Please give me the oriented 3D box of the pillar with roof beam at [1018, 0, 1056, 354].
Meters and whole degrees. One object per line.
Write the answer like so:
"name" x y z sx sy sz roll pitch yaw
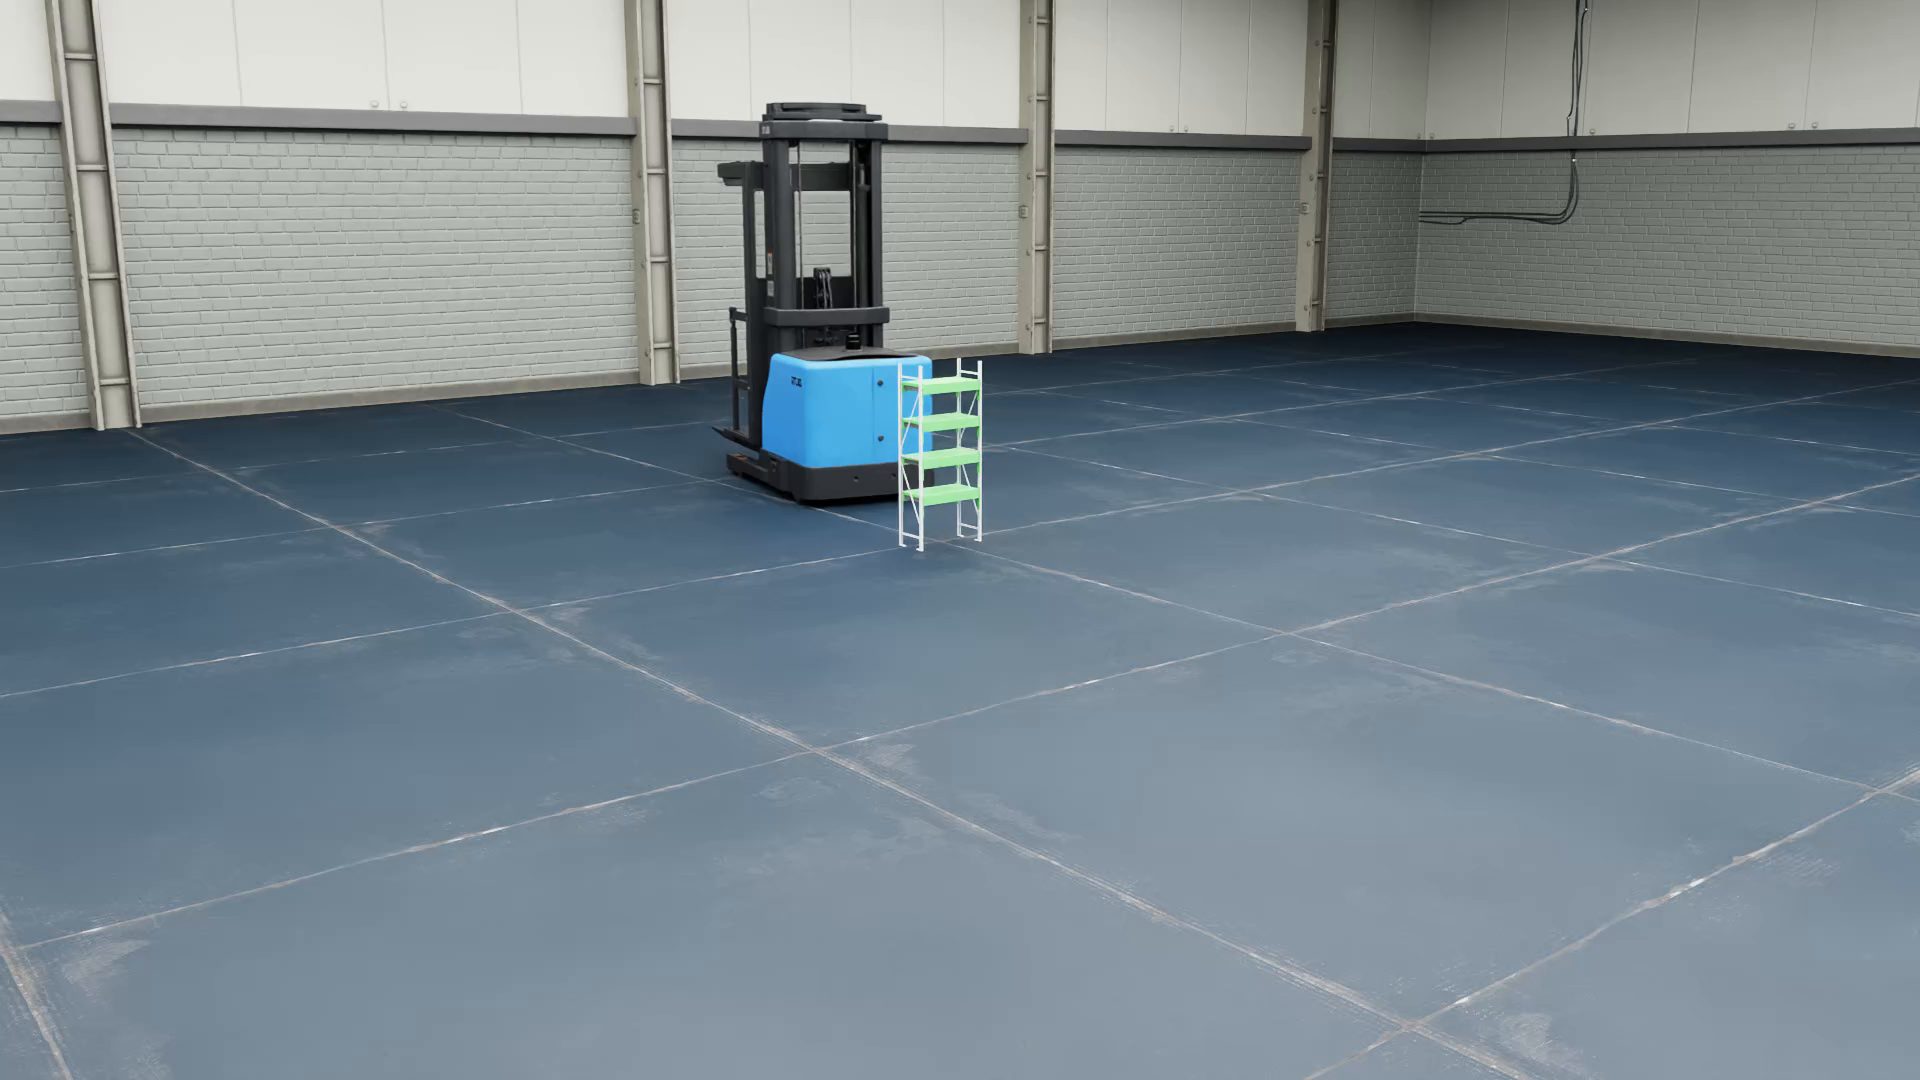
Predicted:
"pillar with roof beam" 3.755 -6.374 19.483 0.400 9.000 9.100 -9 15 -38

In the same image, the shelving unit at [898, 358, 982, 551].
"shelving unit" -0.129 -0.565 10.903 0.503 1.200 0.258 -9 15 -38

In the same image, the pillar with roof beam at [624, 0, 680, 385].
"pillar with roof beam" -0.930 -5.596 15.817 0.400 9.000 9.100 -9 15 -38

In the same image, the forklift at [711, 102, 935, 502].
"forklift" -1.273 -1.976 13.379 1.130 2.935 3.031 -6 13 -24

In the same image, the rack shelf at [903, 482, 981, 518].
"rack shelf" -0.129 -0.268 10.966 0.480 0.148 0.258 -9 15 -38

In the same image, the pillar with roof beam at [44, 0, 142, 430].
"pillar with roof beam" -5.615 -4.817 12.150 0.400 9.000 9.100 -9 15 -38

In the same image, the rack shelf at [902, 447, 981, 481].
"rack shelf" -0.129 -0.503 10.916 0.480 0.148 0.258 -9 15 -38

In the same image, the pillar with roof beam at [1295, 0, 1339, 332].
"pillar with roof beam" 8.440 -7.153 23.150 0.400 9.000 9.100 -9 15 -38

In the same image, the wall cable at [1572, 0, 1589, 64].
"wall cable" 10.567 -8.532 24.960 0.112 2.526 3.097 -9 15 -38

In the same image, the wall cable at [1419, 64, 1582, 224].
"wall cable" 8.877 -6.500 27.551 0.112 2.526 3.097 -9 15 -38

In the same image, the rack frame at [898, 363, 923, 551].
"rack frame" -0.320 -0.534 10.754 0.015 1.200 0.240 -9 15 -38

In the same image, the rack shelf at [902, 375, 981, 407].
"rack shelf" -0.129 -0.972 10.817 0.480 0.148 0.258 -9 15 -38

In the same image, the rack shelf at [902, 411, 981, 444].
"rack shelf" -0.129 -0.738 10.866 0.480 0.148 0.258 -9 15 -38

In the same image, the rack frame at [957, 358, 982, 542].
"rack frame" 0.061 -0.597 11.052 0.015 1.200 0.240 -9 15 -38
